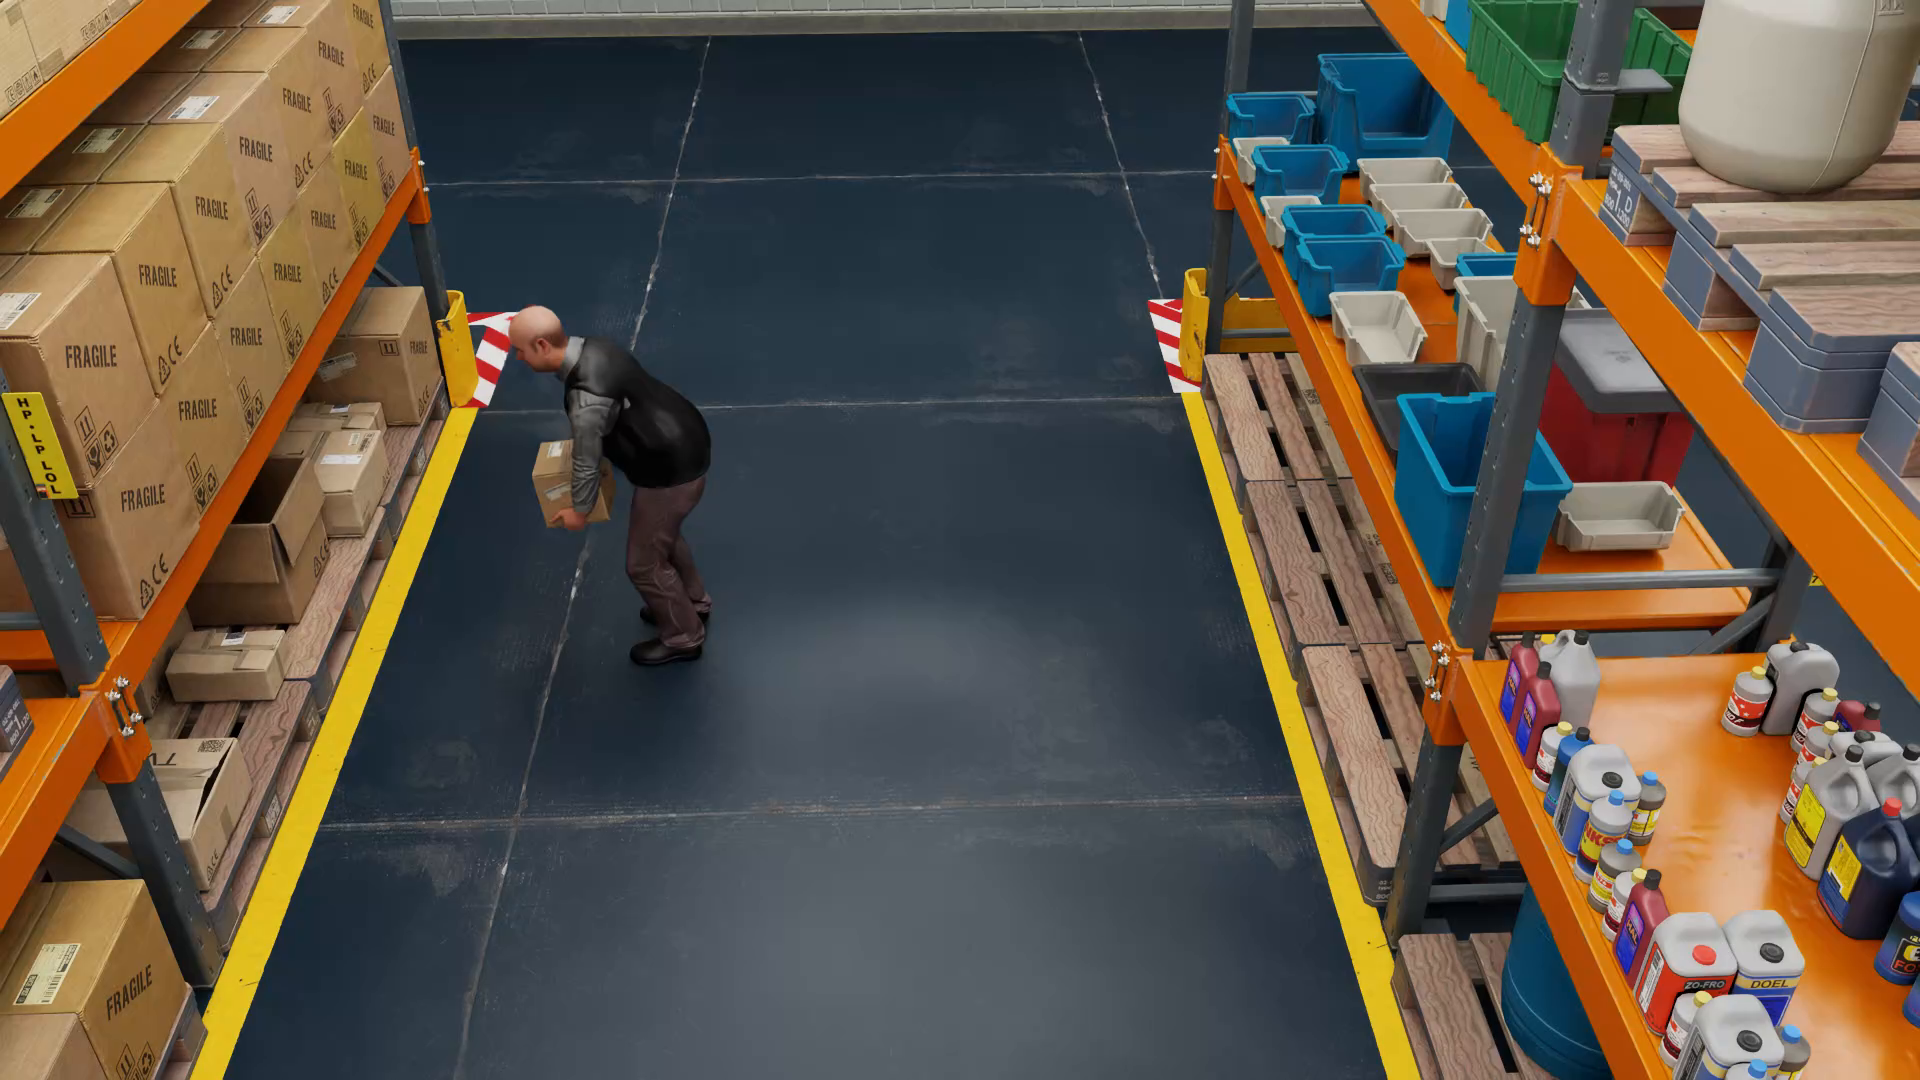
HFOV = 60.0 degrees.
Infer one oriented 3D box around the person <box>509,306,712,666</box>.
[{"bbox_3d":[-1.332,-0.222,6.617,0.700,1.575,0.473,-2,35,-3],"label":"person"}]
